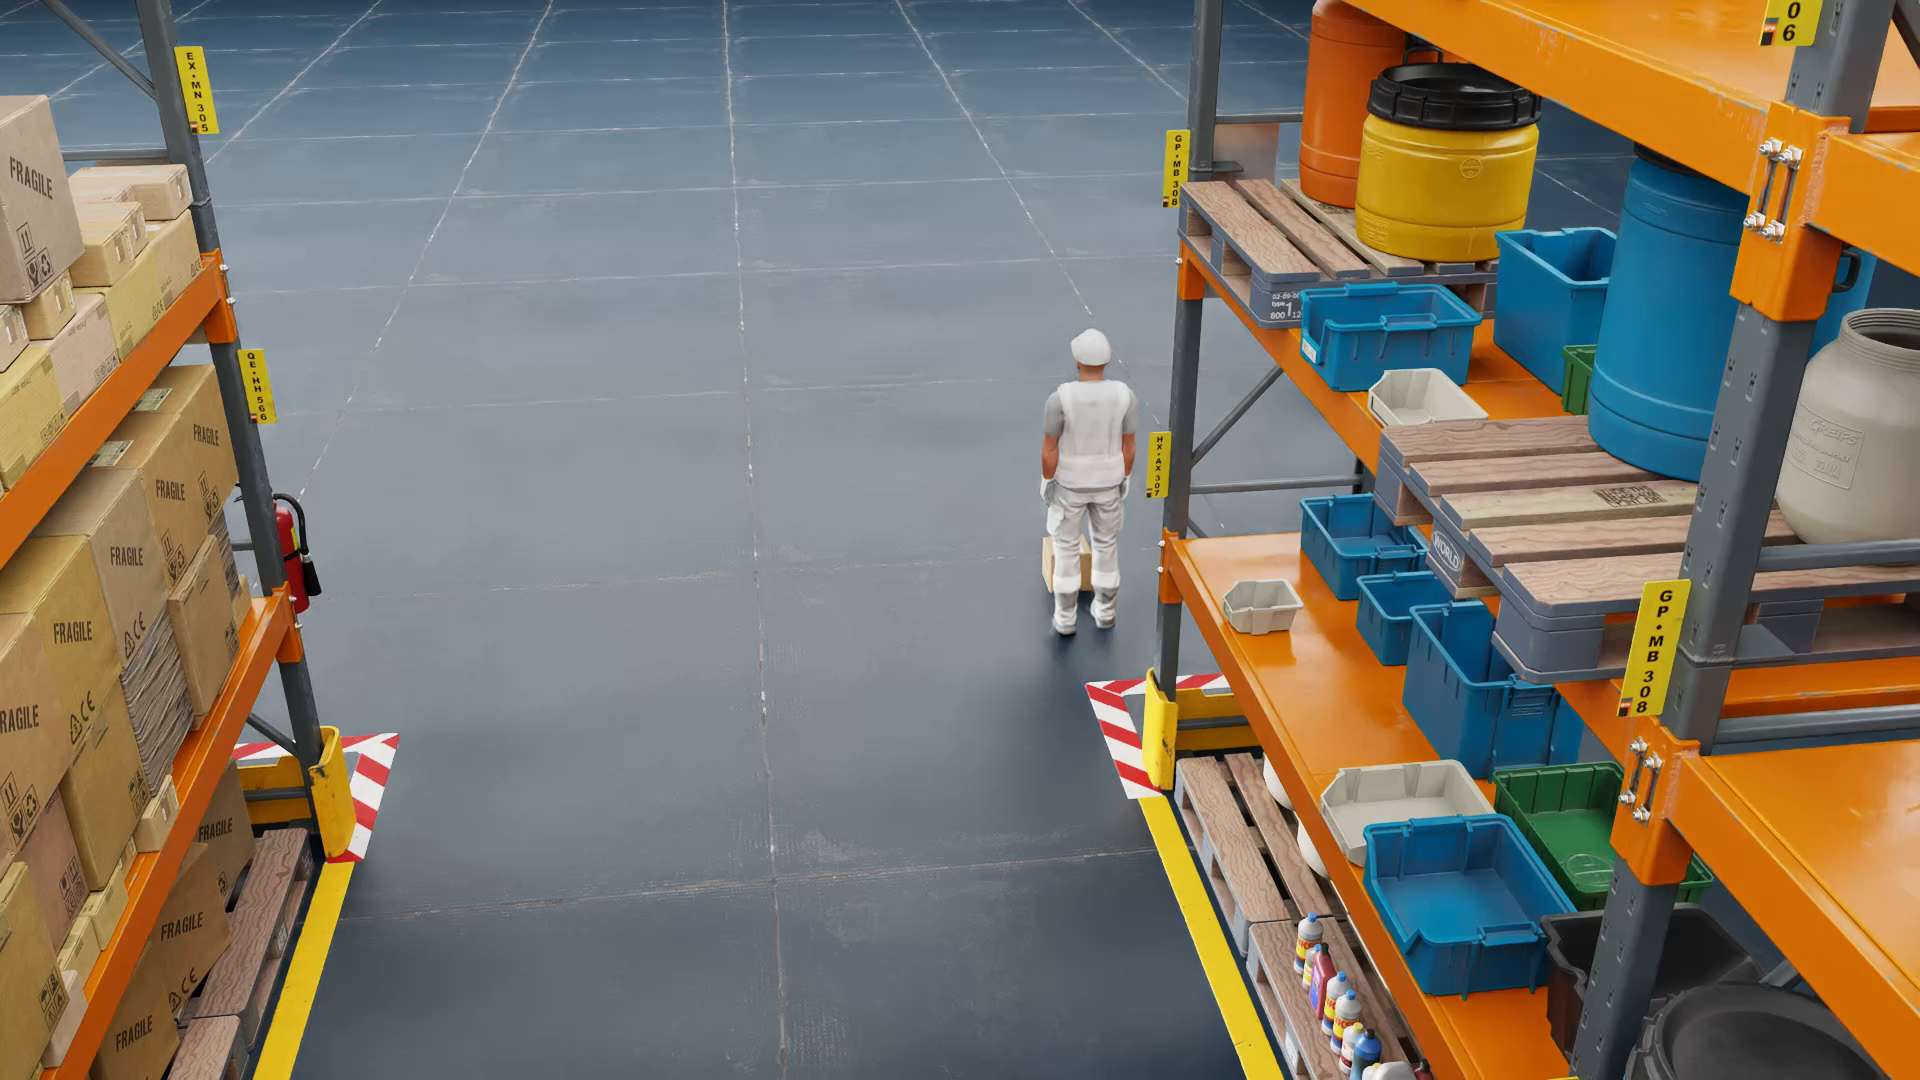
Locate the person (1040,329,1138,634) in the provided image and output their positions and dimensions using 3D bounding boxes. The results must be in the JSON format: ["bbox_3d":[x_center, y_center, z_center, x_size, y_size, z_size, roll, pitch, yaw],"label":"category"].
[{"bbox_3d":[0.701,-0.309,9.243,0.524,1.825,0.349,-3,27,-6],"label":"person"}]
